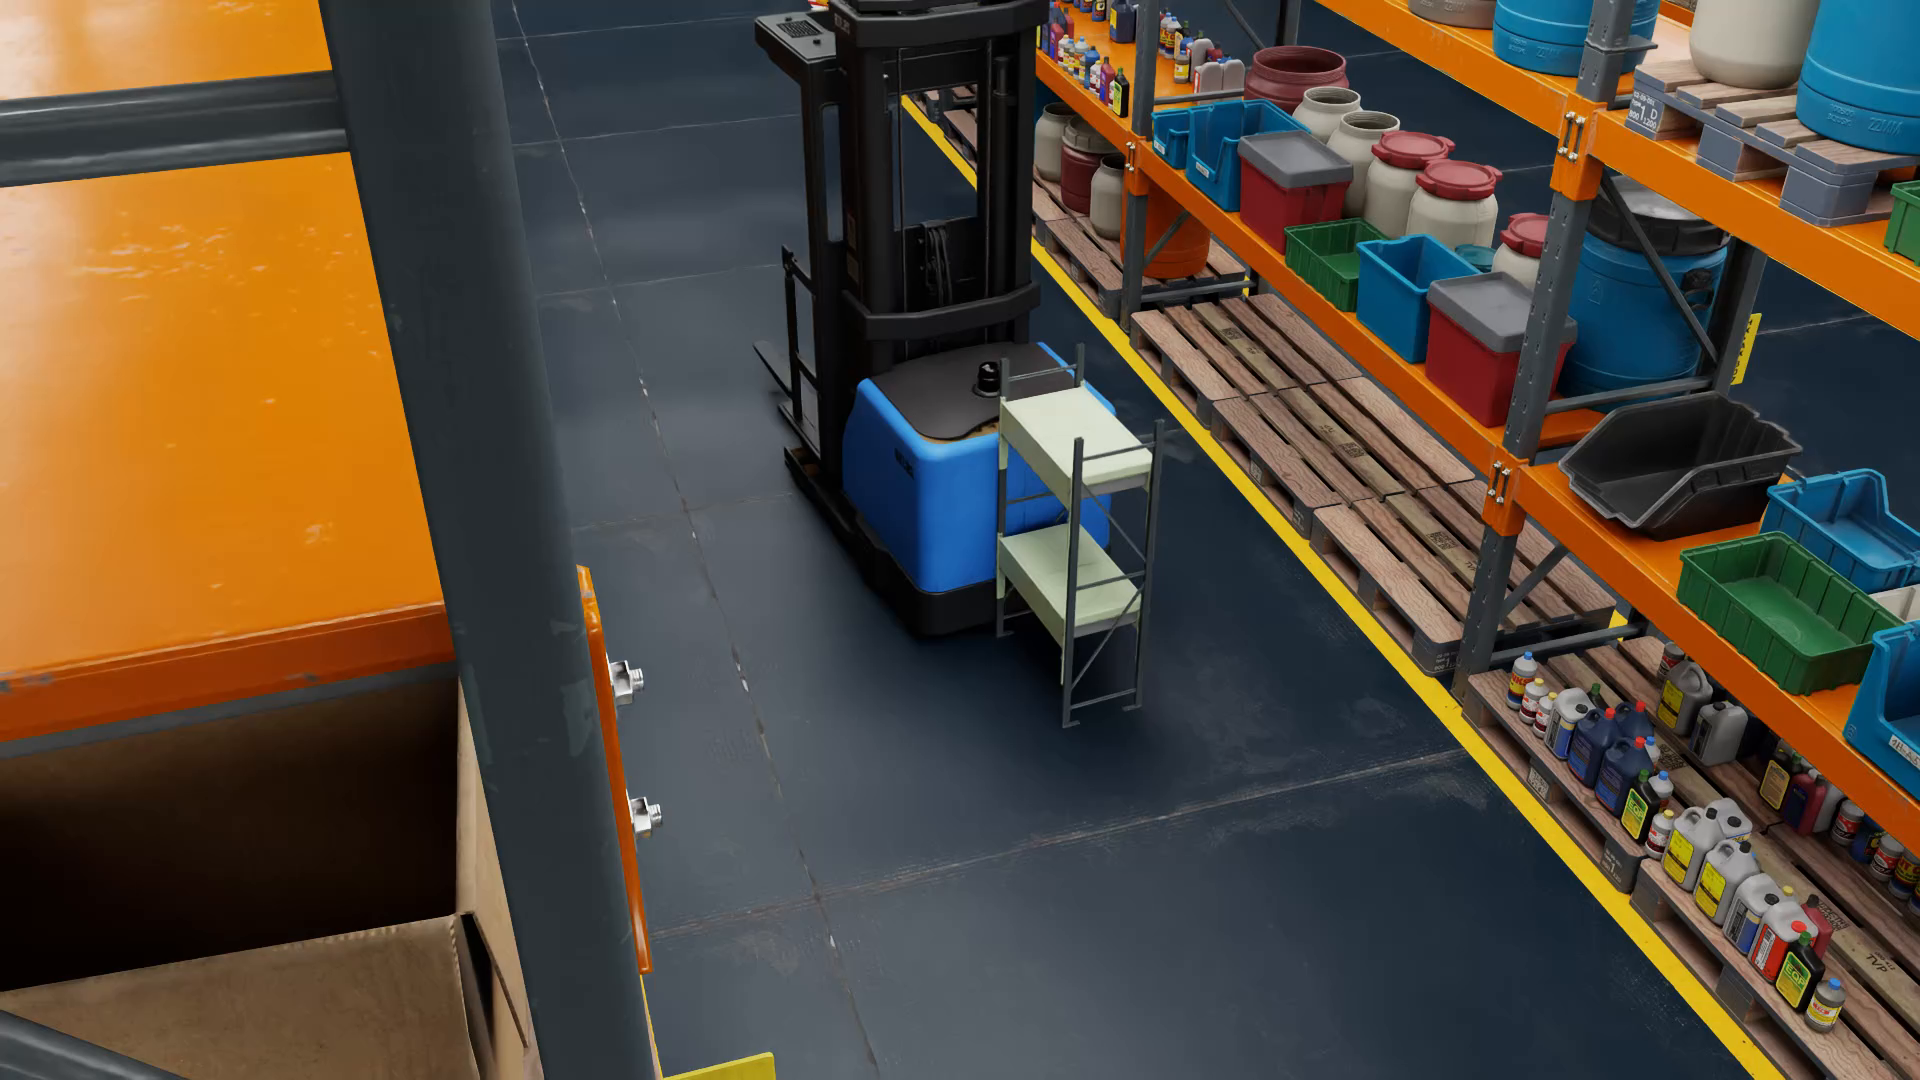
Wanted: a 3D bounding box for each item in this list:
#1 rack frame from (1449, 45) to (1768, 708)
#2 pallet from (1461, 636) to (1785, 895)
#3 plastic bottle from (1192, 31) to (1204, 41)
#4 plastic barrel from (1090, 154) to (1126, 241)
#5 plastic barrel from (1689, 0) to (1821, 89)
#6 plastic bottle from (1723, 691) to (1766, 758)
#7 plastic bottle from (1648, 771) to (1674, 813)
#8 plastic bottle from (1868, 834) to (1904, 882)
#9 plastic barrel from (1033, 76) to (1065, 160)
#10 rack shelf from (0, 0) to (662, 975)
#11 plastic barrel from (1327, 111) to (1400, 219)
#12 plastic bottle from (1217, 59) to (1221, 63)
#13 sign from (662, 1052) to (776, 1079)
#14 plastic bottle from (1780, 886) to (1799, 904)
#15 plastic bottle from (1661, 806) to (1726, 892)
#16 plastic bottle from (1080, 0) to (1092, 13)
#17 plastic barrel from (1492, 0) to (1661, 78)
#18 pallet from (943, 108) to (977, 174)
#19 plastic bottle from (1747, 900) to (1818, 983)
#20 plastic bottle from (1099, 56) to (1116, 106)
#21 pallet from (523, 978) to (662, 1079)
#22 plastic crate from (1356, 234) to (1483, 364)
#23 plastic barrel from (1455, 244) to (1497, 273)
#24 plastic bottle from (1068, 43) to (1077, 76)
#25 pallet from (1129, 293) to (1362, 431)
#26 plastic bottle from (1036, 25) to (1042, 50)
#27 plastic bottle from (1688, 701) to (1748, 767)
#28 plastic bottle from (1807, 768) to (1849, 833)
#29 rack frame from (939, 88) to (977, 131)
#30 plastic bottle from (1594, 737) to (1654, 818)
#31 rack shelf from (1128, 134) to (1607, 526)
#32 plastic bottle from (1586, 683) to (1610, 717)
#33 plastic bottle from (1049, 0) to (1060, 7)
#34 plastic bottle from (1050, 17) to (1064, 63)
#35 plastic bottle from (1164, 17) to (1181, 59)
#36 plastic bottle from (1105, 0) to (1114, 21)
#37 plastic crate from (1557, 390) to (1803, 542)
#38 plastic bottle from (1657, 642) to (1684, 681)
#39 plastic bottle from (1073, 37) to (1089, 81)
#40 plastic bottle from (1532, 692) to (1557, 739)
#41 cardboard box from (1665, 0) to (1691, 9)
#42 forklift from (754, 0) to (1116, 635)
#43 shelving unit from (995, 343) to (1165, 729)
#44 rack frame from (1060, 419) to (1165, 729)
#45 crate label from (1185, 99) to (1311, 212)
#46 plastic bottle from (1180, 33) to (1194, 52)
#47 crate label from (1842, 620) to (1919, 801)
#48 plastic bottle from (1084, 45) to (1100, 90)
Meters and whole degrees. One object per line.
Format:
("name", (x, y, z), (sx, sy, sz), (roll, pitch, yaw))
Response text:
("rack frame", (2.756, -0.596, 6.931), (1.000, 3.000, 0.127), (-10, 35, -15))
("pallet", (2.921, 0.927, 7.155), (1.003, 0.211, 1.213), (-10, 35, -15))
("plastic bottle", (1.573, -3.250, 11.053), (0.061, 0.283, 0.133), (-10, 35, -15))
("plastic barrel", (1.113, -2.368, 11.489), (0.421, 0.512, 0.421), (0, 33, 0))
("plastic barrel", (2.700, -1.810, 5.565), (0.421, 0.512, 0.421), (0, 33, 0))
("plastic bottle", (3.285, 0.716, 6.949), (0.144, 0.351, 0.185), (-12, 35, -17))
("plastic bottle", (2.745, 1.023, 6.557), (0.097, 0.271, 0.097), (0, 33, 0))
("plastic bottle", (3.554, 1.200, 6.353), (0.097, 0.201, 0.097), (0, 33, 0))
("plastic barrel", (0.681, -3.435, 12.751), (0.600, 0.901, 0.708), (-10, 35, -15))
("rack shelf", (-1.353, -0.751, 2.739), (1.077, 0.370, 4.000), (-10, 35, -15))
("plastic barrel", (2.181, -2.017, 8.980), (0.421, 0.512, 0.421), (0, 33, 0))
("plastic bottle", (1.672, -3.011, 10.766), (0.097, 0.201, 0.097), (0, 33, 0))
("sign", (-0.212, 0.596, 1.542), (0.100, 0.325, 0.005), (-10, 35, -15))
("plastic bottle", (3.018, 1.357, 6.114), (0.097, 0.201, 0.097), (0, 33, 0))
("plastic bottle", (2.794, 1.142, 6.305), (0.144, 0.351, 0.185), (-10, 35, -15))
("plastic bottle", (0.937, -4.032, 12.247), (0.097, 0.271, 0.097), (0, 33, 0))
("plastic barrel", (2.394, -2.287, 6.314), (0.600, 0.901, 0.708), (-10, 35, -15))
("pallet", (0.511, -3.220, 13.432), (1.003, 0.211, 1.213), (-10, 35, -15))
("plastic bottle", (2.947, 1.430, 5.937), (0.152, 0.276, 0.135), (-10, 35, -14))
("plastic bottle", (0.935, -2.909, 10.537), (0.061, 0.283, 0.133), (-10, 35, -15))
("pallet", (-0.934, 0.745, 2.261), (1.003, 0.211, 1.213), (-10, 35, -15))
("plastic crate", (2.123, -1.116, 7.732), (0.392, 0.384, 0.575), (-10, 35, -15))
("plastic barrel", (2.498, -1.259, 8.059), (0.301, 0.262, 0.301), (0, 33, 0))
("plastic bottle", (0.769, -3.194, 11.043), (0.097, 0.201, 0.097), (0, 33, 0))
("pallet", (1.735, -1.119, 10.252), (1.003, 0.211, 1.213), (-10, 35, -15))
("plastic bottle", (0.560, -3.555, 11.515), (0.061, 0.283, 0.133), (-10, 35, -15))
("plastic bottle", (3.152, 0.786, 6.912), (0.152, 0.276, 0.135), (-10, 35, -15))
("plastic bottle", (3.429, 1.003, 6.583), (0.152, 0.276, 0.135), (-9, 35, -14))
("rack frame", (0.315, -4.796, 13.287), (1.000, 3.000, 0.127), (-10, 35, -15))
("plastic bottle", (2.664, 0.919, 6.643), (0.144, 0.351, 0.185), (-11, 35, -17))
("rack shelf", (2.146, -1.346, 8.718), (1.077, 0.370, 4.000), (-10, 35, -15))
("plastic bottle", (2.661, 0.742, 6.971), (0.061, 0.283, 0.133), (-10, 35, -15))
("plastic bottle", (0.653, -3.684, 11.721), (0.097, 0.271, 0.097), (0, 33, 0))
("plastic bottle", (0.657, -3.388, 11.262), (0.061, 0.283, 0.133), (-10, 35, -15))
("plastic bottle", (1.450, -3.423, 11.326), (0.097, 0.271, 0.097), (0, 33, 0))
("plastic bottle", (1.120, -3.943, 12.108), (0.152, 0.276, 0.135), (-10, 35, -15))
("plastic crate", (2.794, -0.274, 6.499), (0.767, 0.338, 0.504), (-10, 35, -15))
("plastic bottle", (3.163, 0.526, 7.372), (0.097, 0.201, 0.097), (0, 33, 0))
("plastic bottle", (0.799, -3.172, 10.946), (0.097, 0.271, 0.097), (0, 33, 0))
("plastic bottle", (2.497, 0.736, 7.054), (0.097, 0.201, 0.097), (0, 33, 0))
("cardboard box", (5.558, -4.323, 12.480), (0.500, 0.500, 0.500), (-11, 35, -16))
("forklift", (-0.327, -1.568, 8.464), (1.130, 2.935, 3.031), (-14, 36, -20))
("shelving unit", (0.501, -0.011, 7.400), (0.431, 1.500, 0.755), (-13, 36, -19))
("rack frame", (0.642, 0.178, 7.120), (0.400, 1.500, 0.023), (-13, 36, -19))
("crate label", (1.581, -2.143, 9.241), (0.502, 0.435, 0.616), (-10, 35, -15))
("plastic bottle", (1.503, -3.222, 11.022), (0.097, 0.271, 0.097), (0, 33, 0))
("crate label", (3.157, 0.569, 5.136), (0.502, 0.435, 0.616), (-10, 35, -15))
("plastic bottle", (0.858, -3.070, 10.792), (0.097, 0.271, 0.097), (0, 33, 0))
